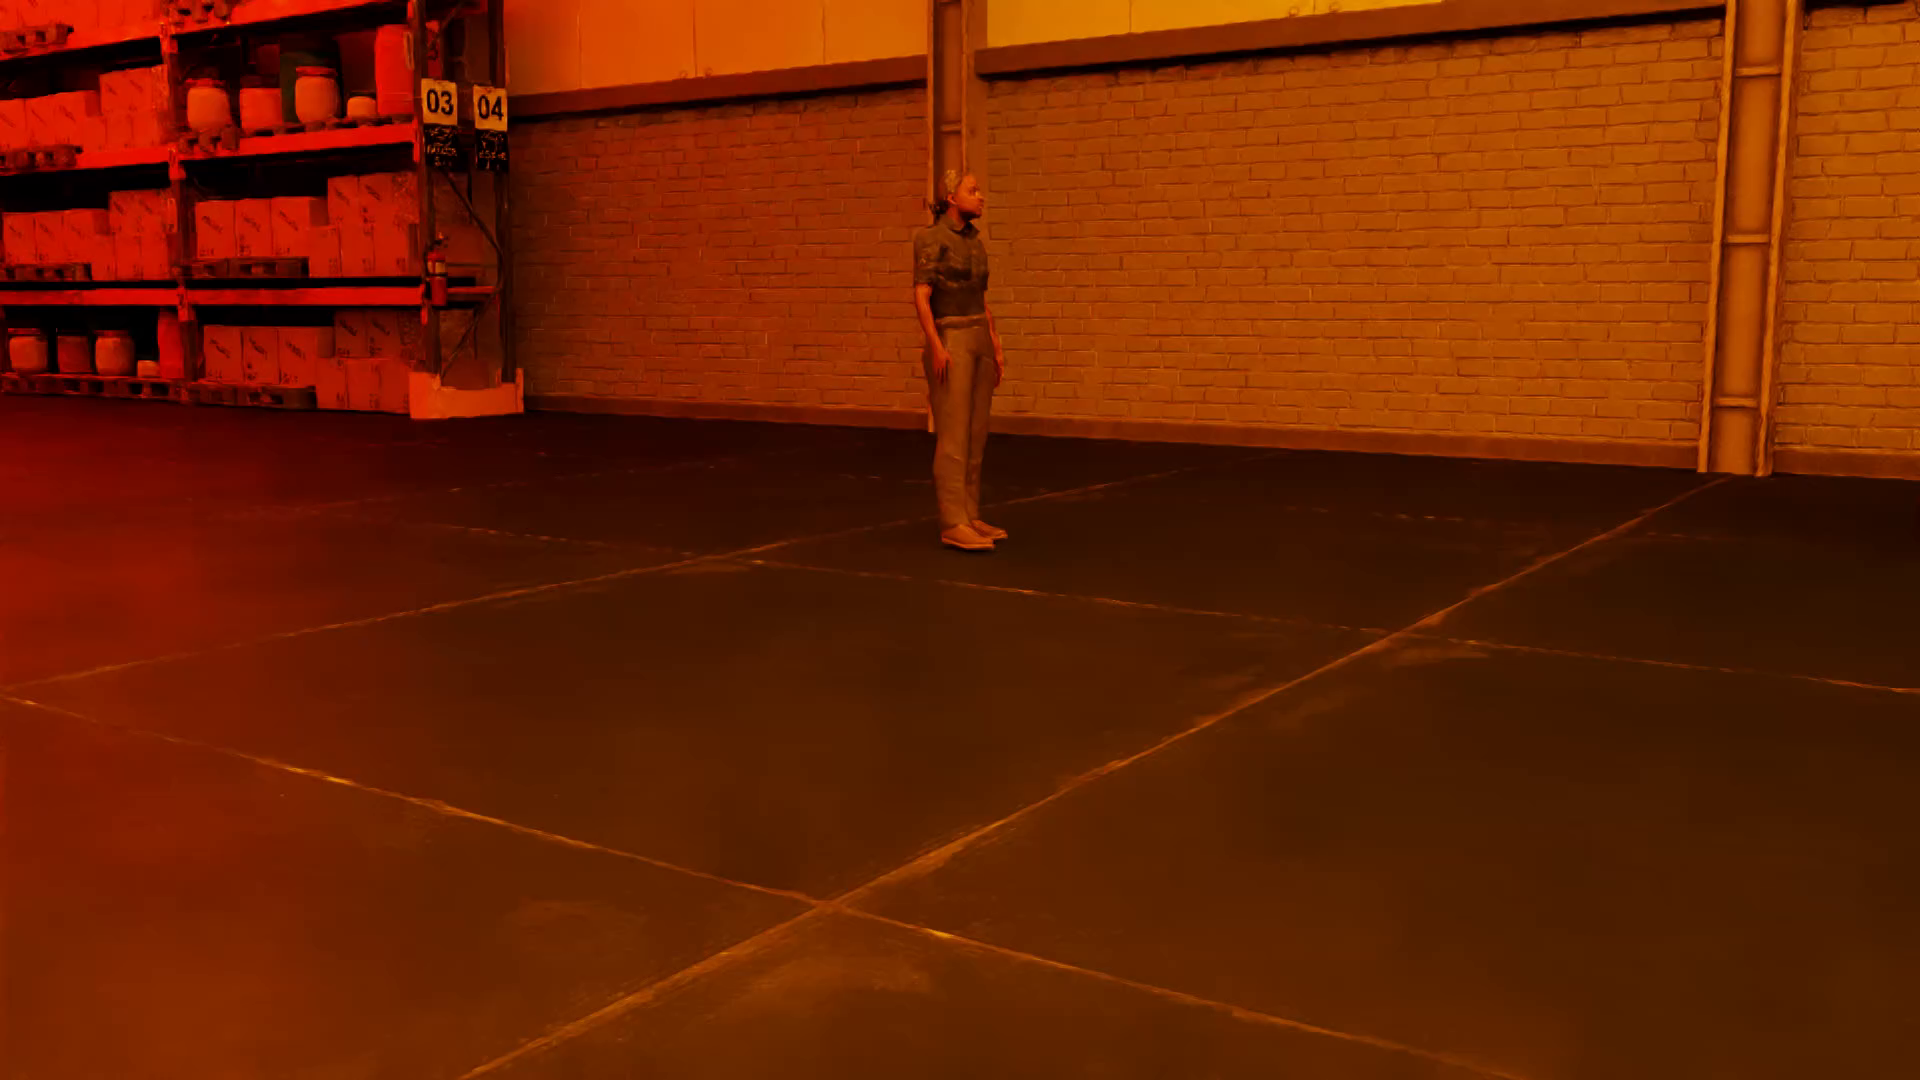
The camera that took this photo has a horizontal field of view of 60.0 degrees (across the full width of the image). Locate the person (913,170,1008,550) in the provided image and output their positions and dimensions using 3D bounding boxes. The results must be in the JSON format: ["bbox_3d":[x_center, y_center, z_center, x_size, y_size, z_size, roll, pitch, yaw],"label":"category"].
[{"bbox_3d":[0.062,-0.817,7.421,0.503,1.654,0.570,5,10,34],"label":"person"}]

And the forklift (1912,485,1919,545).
[{"bbox_3d":[5.276,-1.236,5.881,1.130,2.935,3.031,-6,10,-36],"label":"forklift"}]
